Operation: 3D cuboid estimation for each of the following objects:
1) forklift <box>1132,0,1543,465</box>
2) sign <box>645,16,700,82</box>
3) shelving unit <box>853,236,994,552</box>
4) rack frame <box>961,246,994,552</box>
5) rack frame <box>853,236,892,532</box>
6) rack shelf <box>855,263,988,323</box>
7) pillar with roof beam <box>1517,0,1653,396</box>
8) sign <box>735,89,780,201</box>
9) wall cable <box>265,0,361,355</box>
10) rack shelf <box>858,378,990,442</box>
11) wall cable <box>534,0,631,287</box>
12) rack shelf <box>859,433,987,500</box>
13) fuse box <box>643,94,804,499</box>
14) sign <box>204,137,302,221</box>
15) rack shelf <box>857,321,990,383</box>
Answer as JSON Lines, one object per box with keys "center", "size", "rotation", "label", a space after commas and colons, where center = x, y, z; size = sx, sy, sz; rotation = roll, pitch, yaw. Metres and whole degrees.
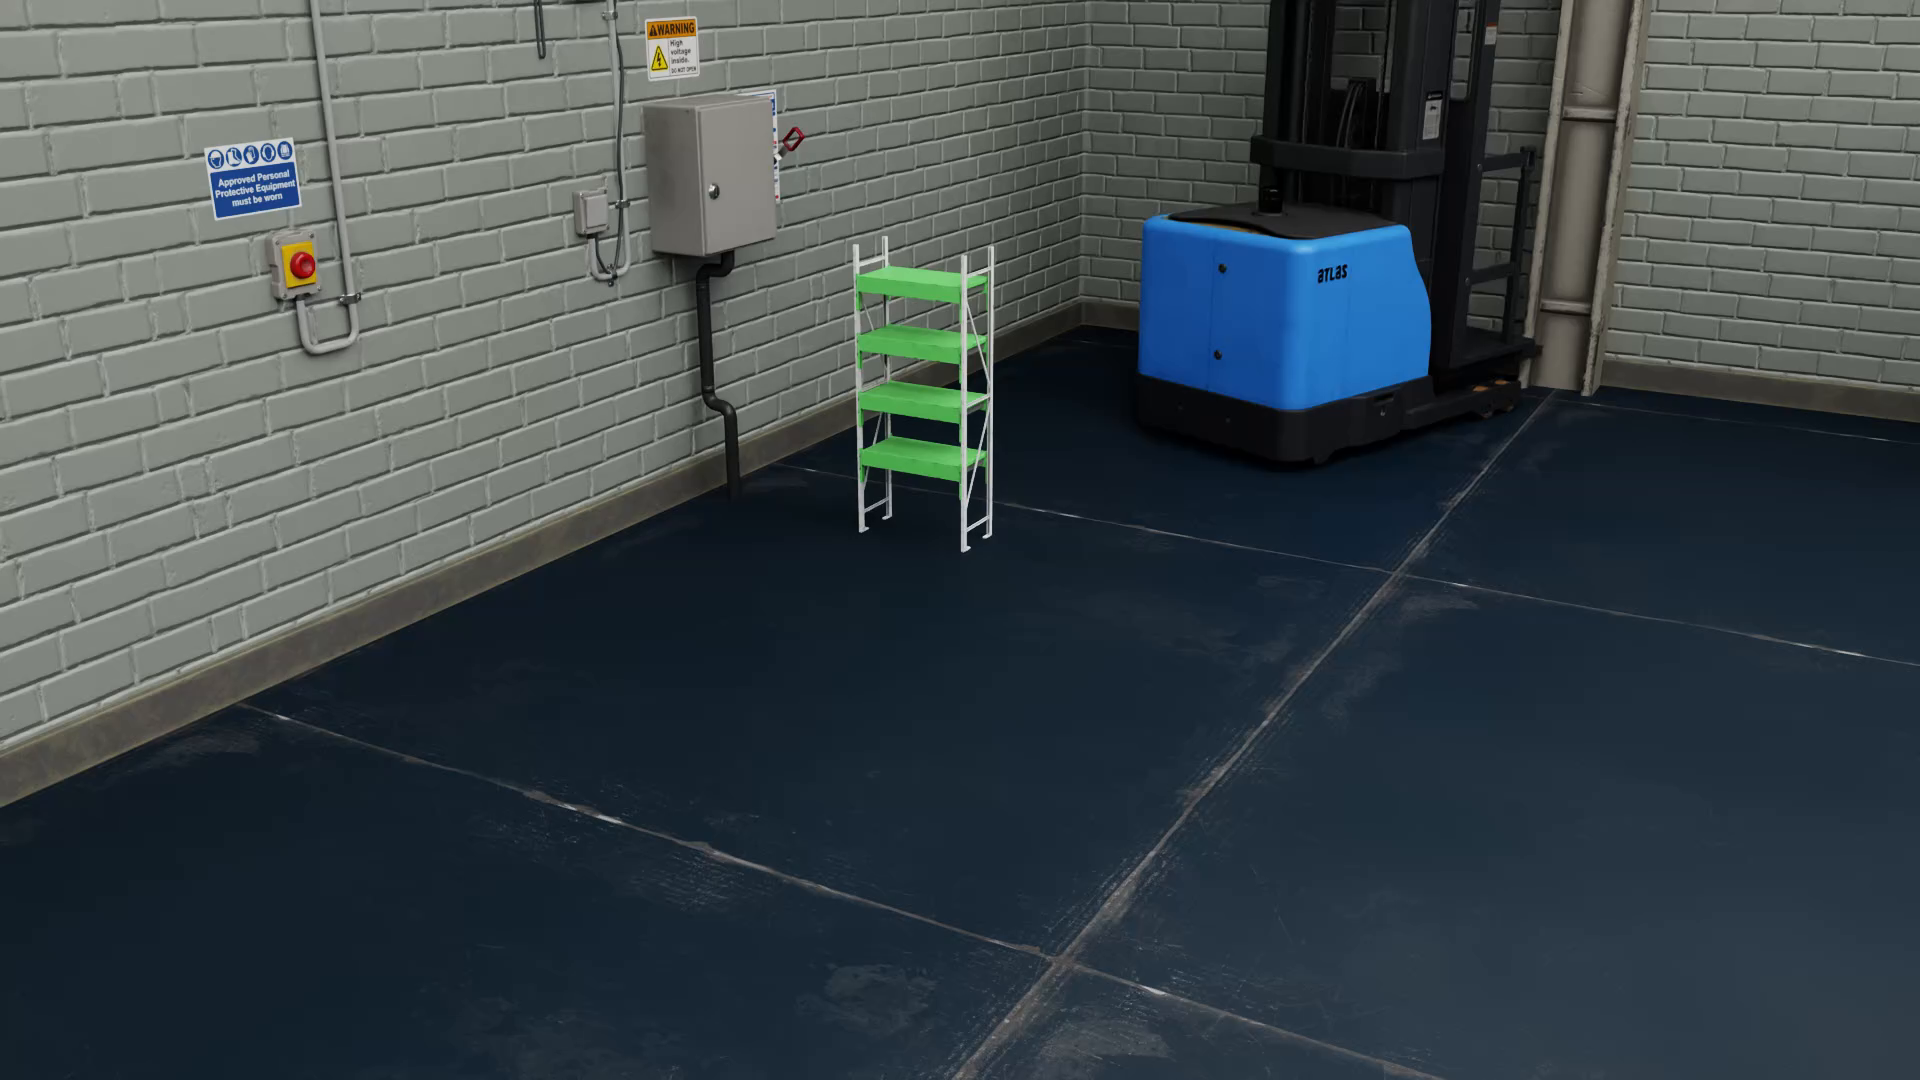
{"center": [2.310, -2.127, 8.432], "size": [3.031, 2.935, 1.130], "rotation": [-16, 26, -38], "label": "forklift"}
{"center": [-1.173, -2.010, 6.795], "size": [0.001, 0.242, 0.339], "rotation": [11, 23, 27], "label": "sign"}
{"center": [-0.145, -0.592, 6.736], "size": [0.503, 1.200, 0.258], "rotation": [11, 23, 27], "label": "shelving unit"}
{"center": [0.068, -0.551, 6.625], "size": [0.015, 1.200, 0.240], "rotation": [11, 23, 27], "label": "rack frame"}
{"center": [-0.358, -0.632, 6.848], "size": [0.015, 1.200, 0.240], "rotation": [11, 23, 27], "label": "rack frame"}
{"center": [-0.145, -0.983, 6.594], "size": [0.480, 0.148, 0.258], "rotation": [11, 23, 27], "label": "rack shelf"}
{"center": [1.221, -3.805, 4.159], "size": [0.400, 9.000, 9.100], "rotation": [11, 23, 27], "label": "pillar with roof beam"}
{"center": [-0.905, -1.740, 7.403], "size": [0.001, 0.494, 0.329], "rotation": [11, 23, 27], "label": "sign"}
{"center": [-2.117, -1.495, 5.051], "size": [0.123, 1.953, 0.585], "rotation": [11, 23, 27], "label": "wall cable"}
{"center": [-0.145, -0.531, 6.758], "size": [0.480, 0.148, 0.258], "rotation": [11, 23, 27], "label": "rack shelf"}
{"center": [-1.436, -1.904, 6.225], "size": [0.122, 1.984, 0.588], "rotation": [11, 23, 27], "label": "wall cable"}
{"center": [-0.145, -0.306, 6.840], "size": [0.480, 0.148, 0.258], "rotation": [11, 23, 27], "label": "rack shelf"}
{"center": [-0.965, -0.998, 7.106], "size": [0.414, 1.711, 0.539], "rotation": [11, 23, 27], "label": "fuse box"}
{"center": [-2.194, -1.125, 5.172], "size": [0.001, 0.218, 0.327], "rotation": [11, 23, 27], "label": "sign"}
{"center": [-0.145, -0.757, 6.676], "size": [0.480, 0.148, 0.258], "rotation": [11, 23, 27], "label": "rack shelf"}
